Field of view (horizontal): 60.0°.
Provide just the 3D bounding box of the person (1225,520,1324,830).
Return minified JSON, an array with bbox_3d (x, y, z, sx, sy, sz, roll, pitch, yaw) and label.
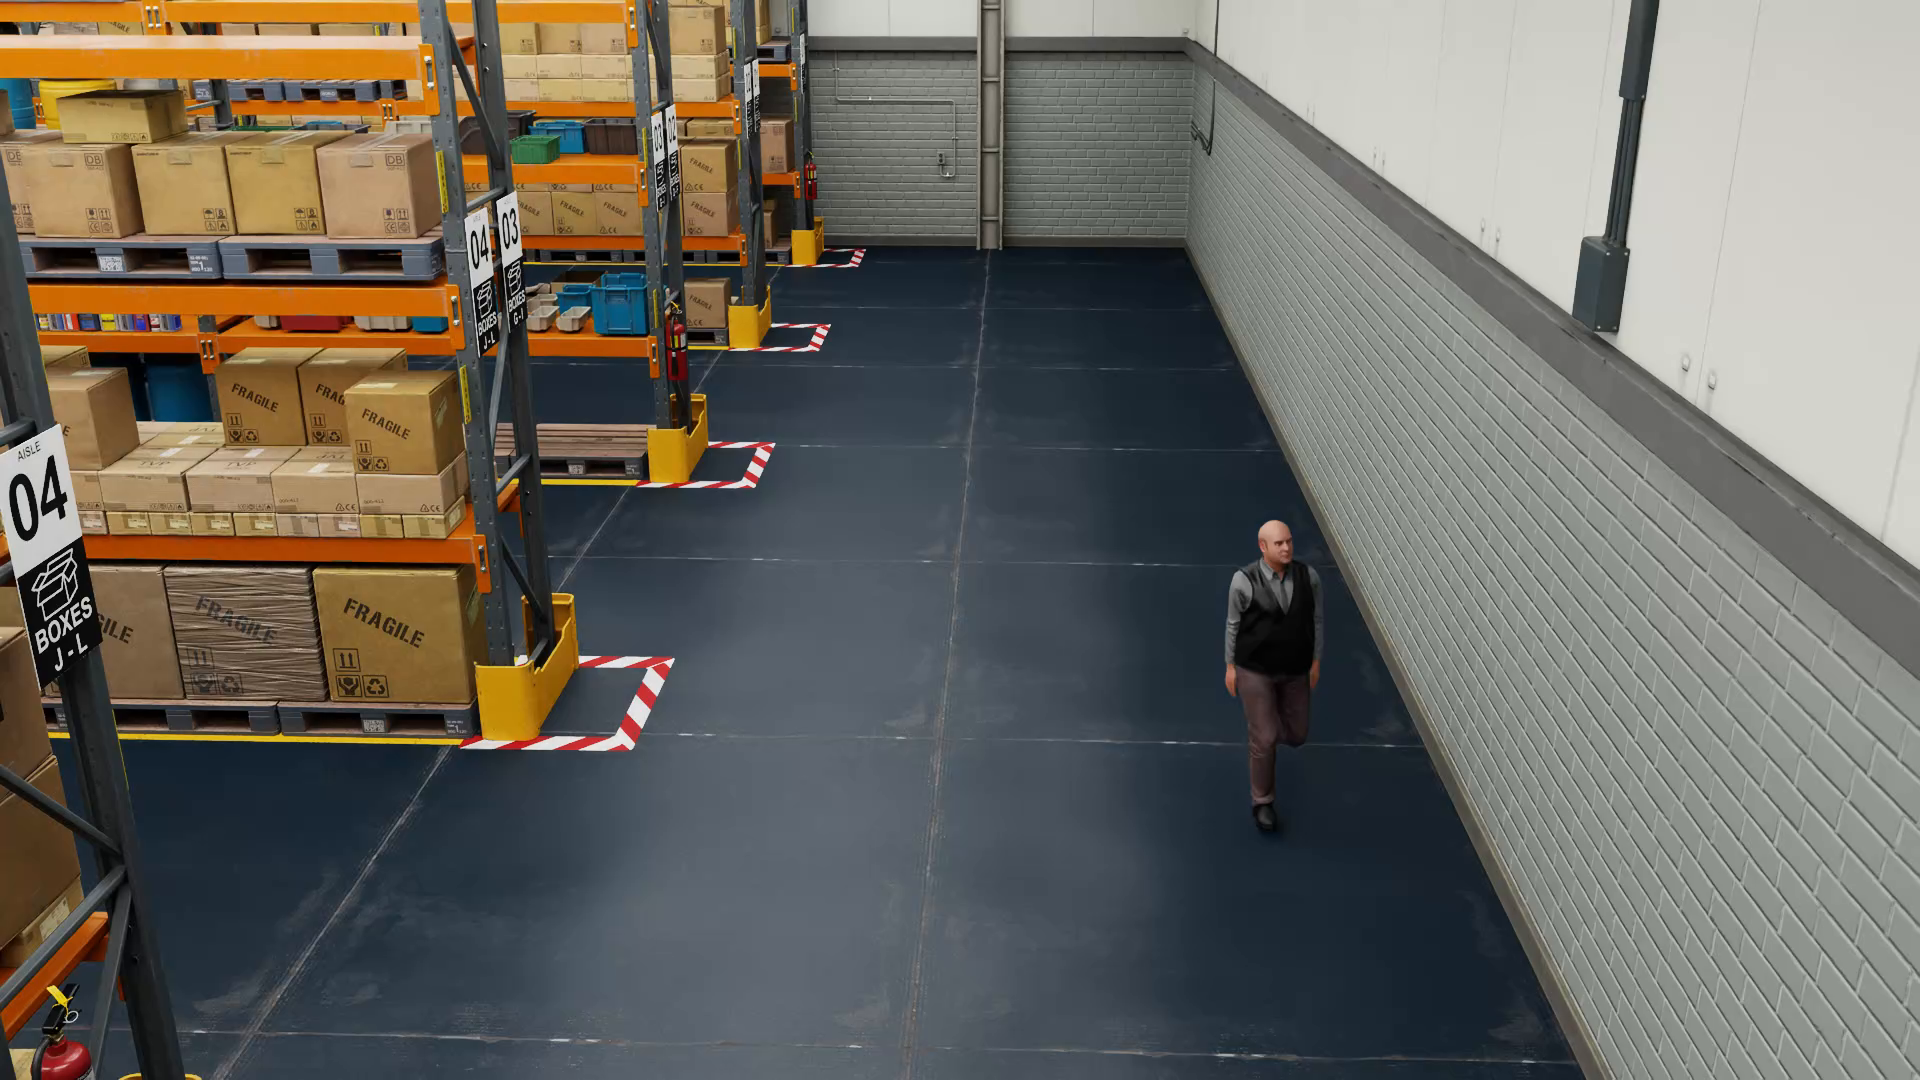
[{"bbox_3d":[1.740,0.696,9.251,0.543,1.697,0.784,-4,21,-10],"label":"person"}]
